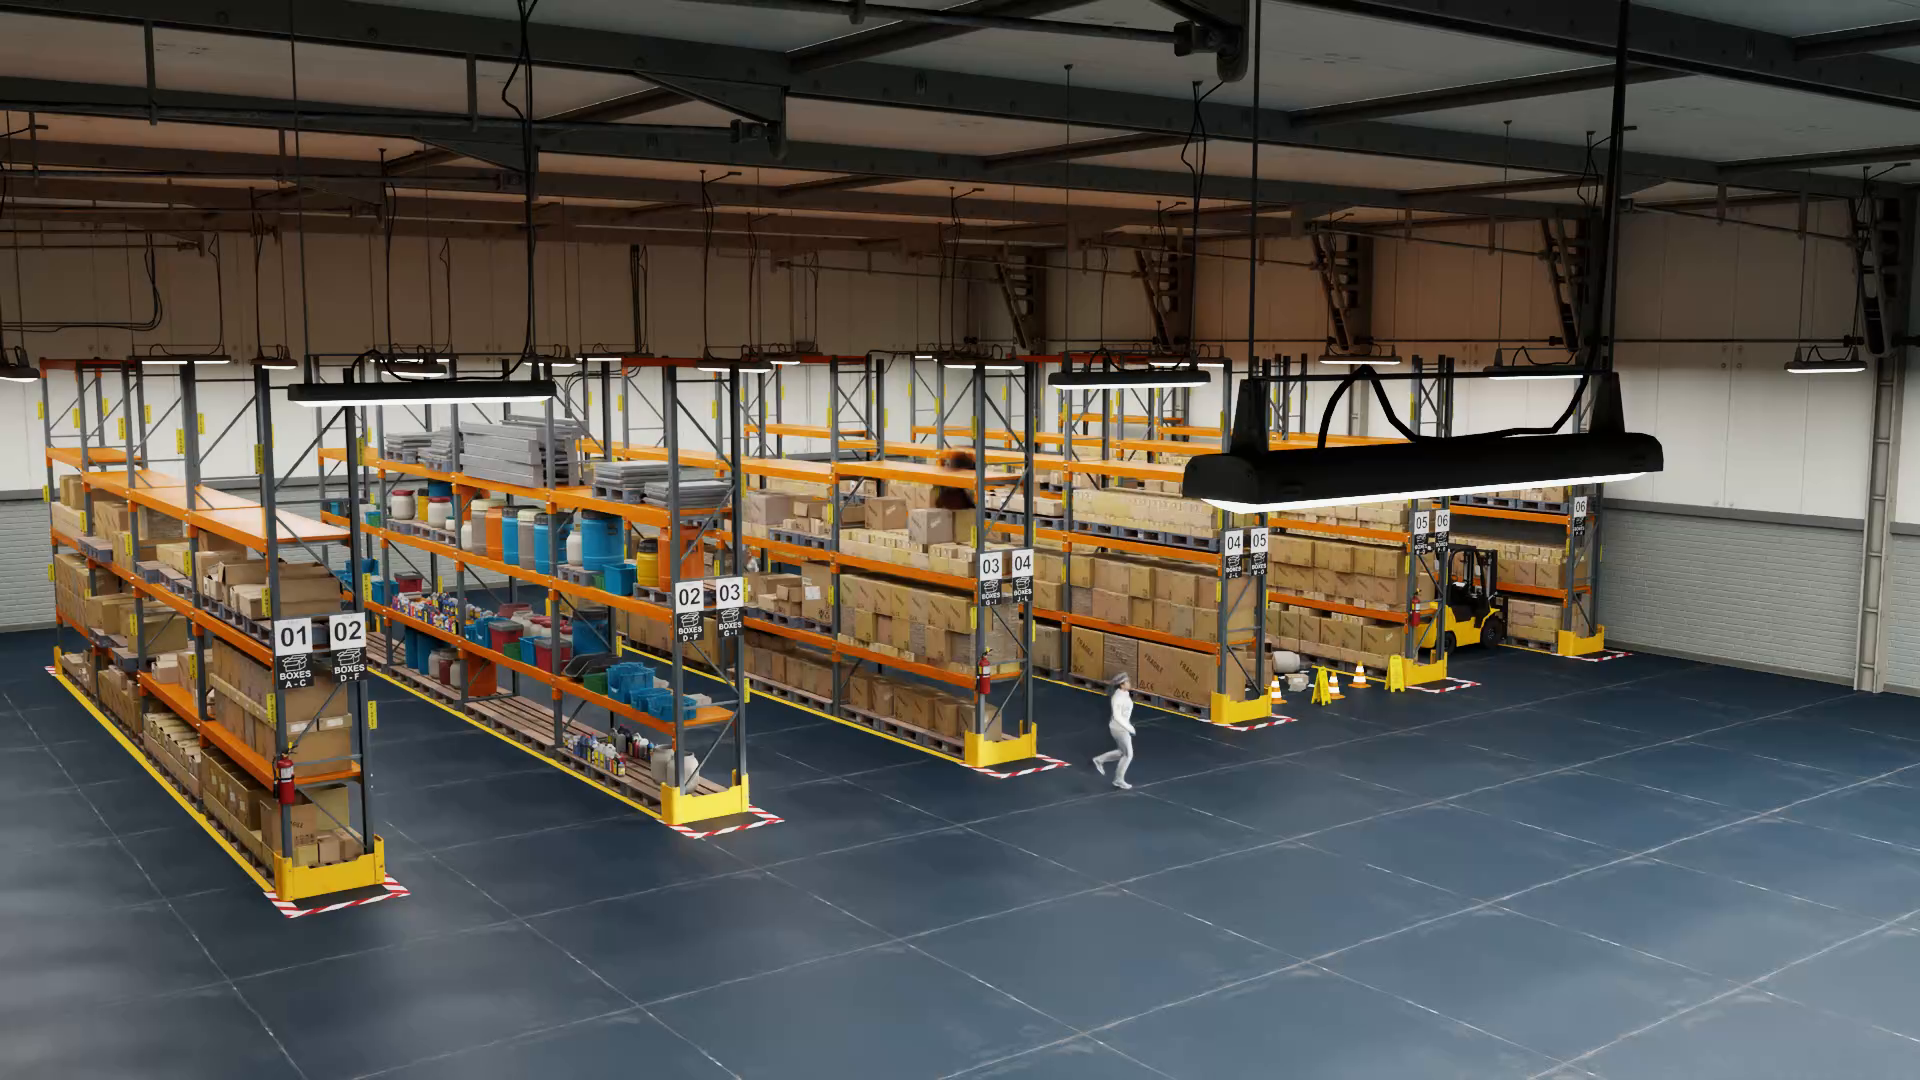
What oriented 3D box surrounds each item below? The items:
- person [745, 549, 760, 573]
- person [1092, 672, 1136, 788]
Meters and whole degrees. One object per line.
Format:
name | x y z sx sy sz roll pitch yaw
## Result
person | -4.808 1.010 37.729 0.507 1.640 0.709 -5 8 -35
person | 2.213 2.689 23.632 0.575 1.683 0.634 1 7 6
